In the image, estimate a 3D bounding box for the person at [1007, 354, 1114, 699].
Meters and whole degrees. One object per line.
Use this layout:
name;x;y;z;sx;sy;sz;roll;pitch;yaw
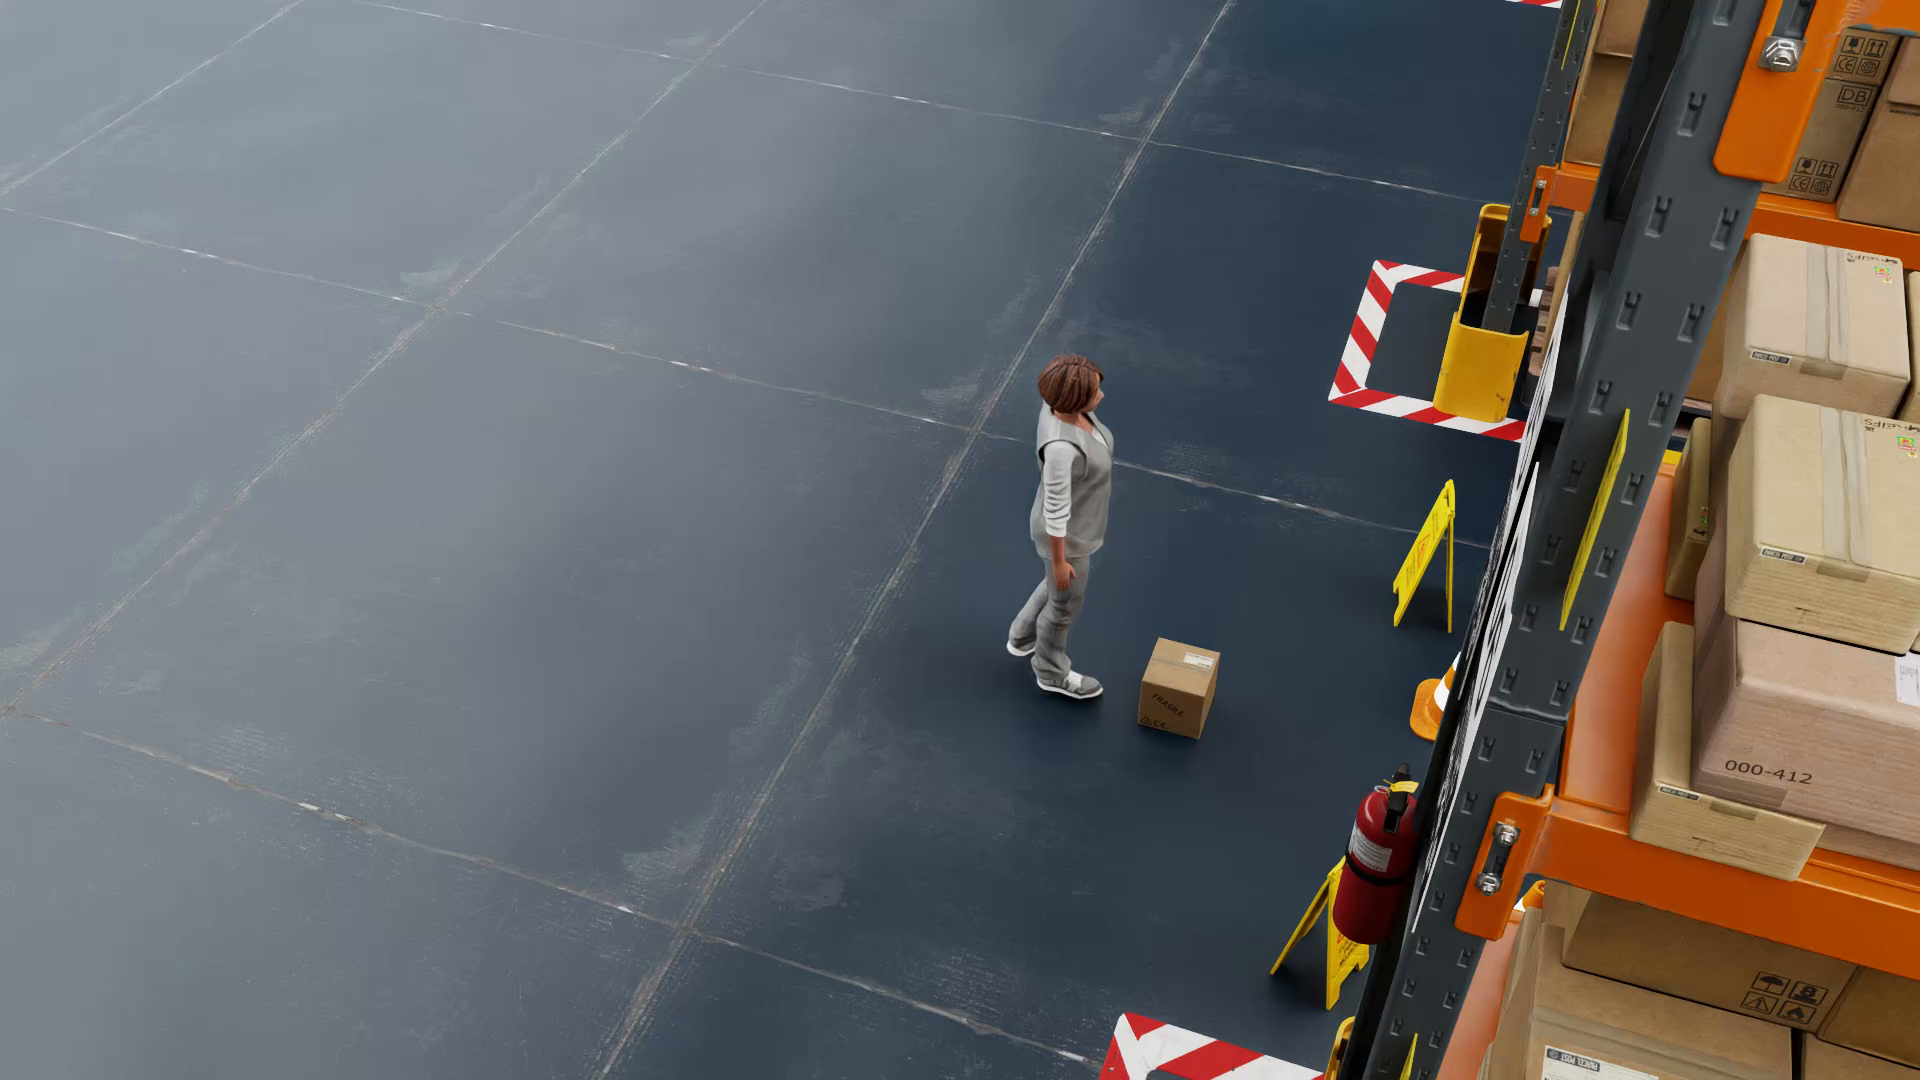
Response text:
person;0.382;-0.051;6.200;0.398;1.593;0.466;4;42;4
